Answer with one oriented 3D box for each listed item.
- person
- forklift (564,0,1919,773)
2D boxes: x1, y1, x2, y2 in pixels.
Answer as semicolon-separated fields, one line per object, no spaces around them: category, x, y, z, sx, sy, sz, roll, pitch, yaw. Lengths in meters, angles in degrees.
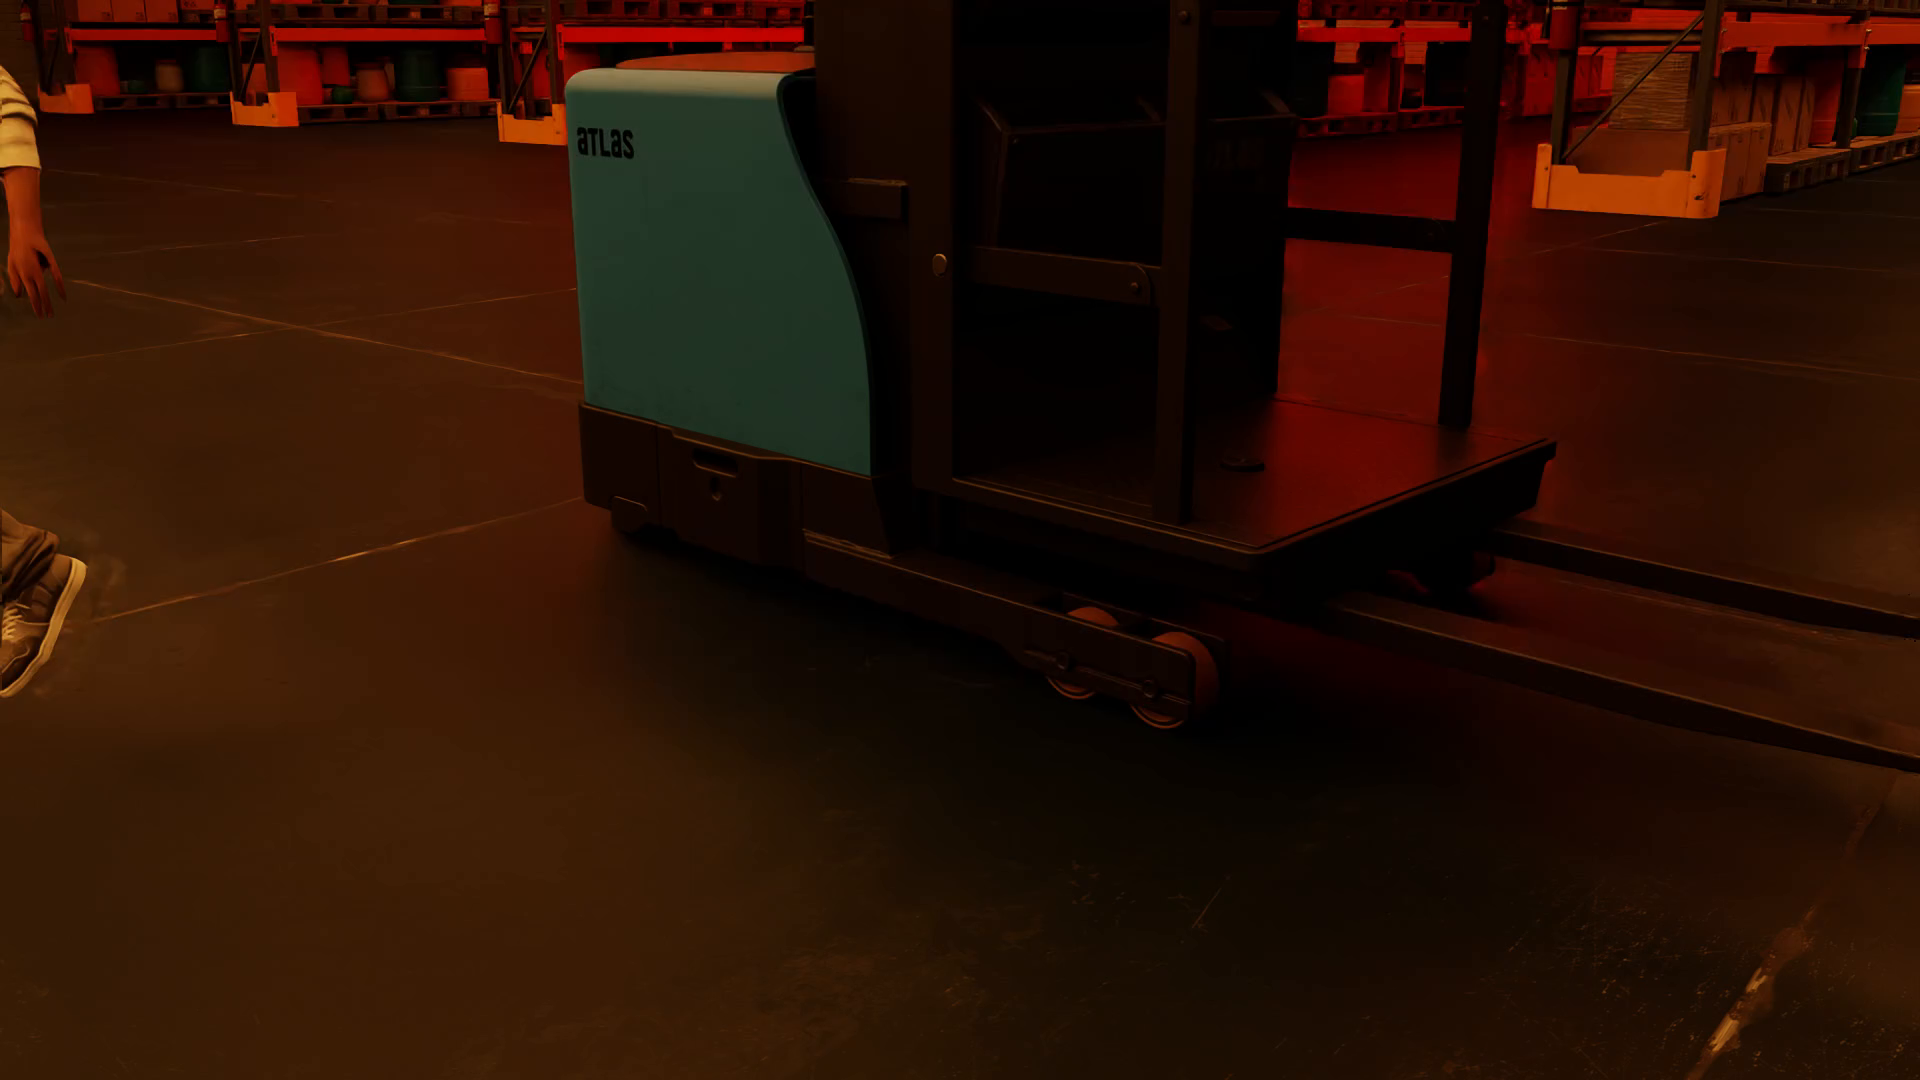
person;-1.869;-0.417;2.803;0.742;1.495;0.474;13;21;36
forklift;0.505;-1.246;3.002;3.031;2.935;1.130;15;23;41
